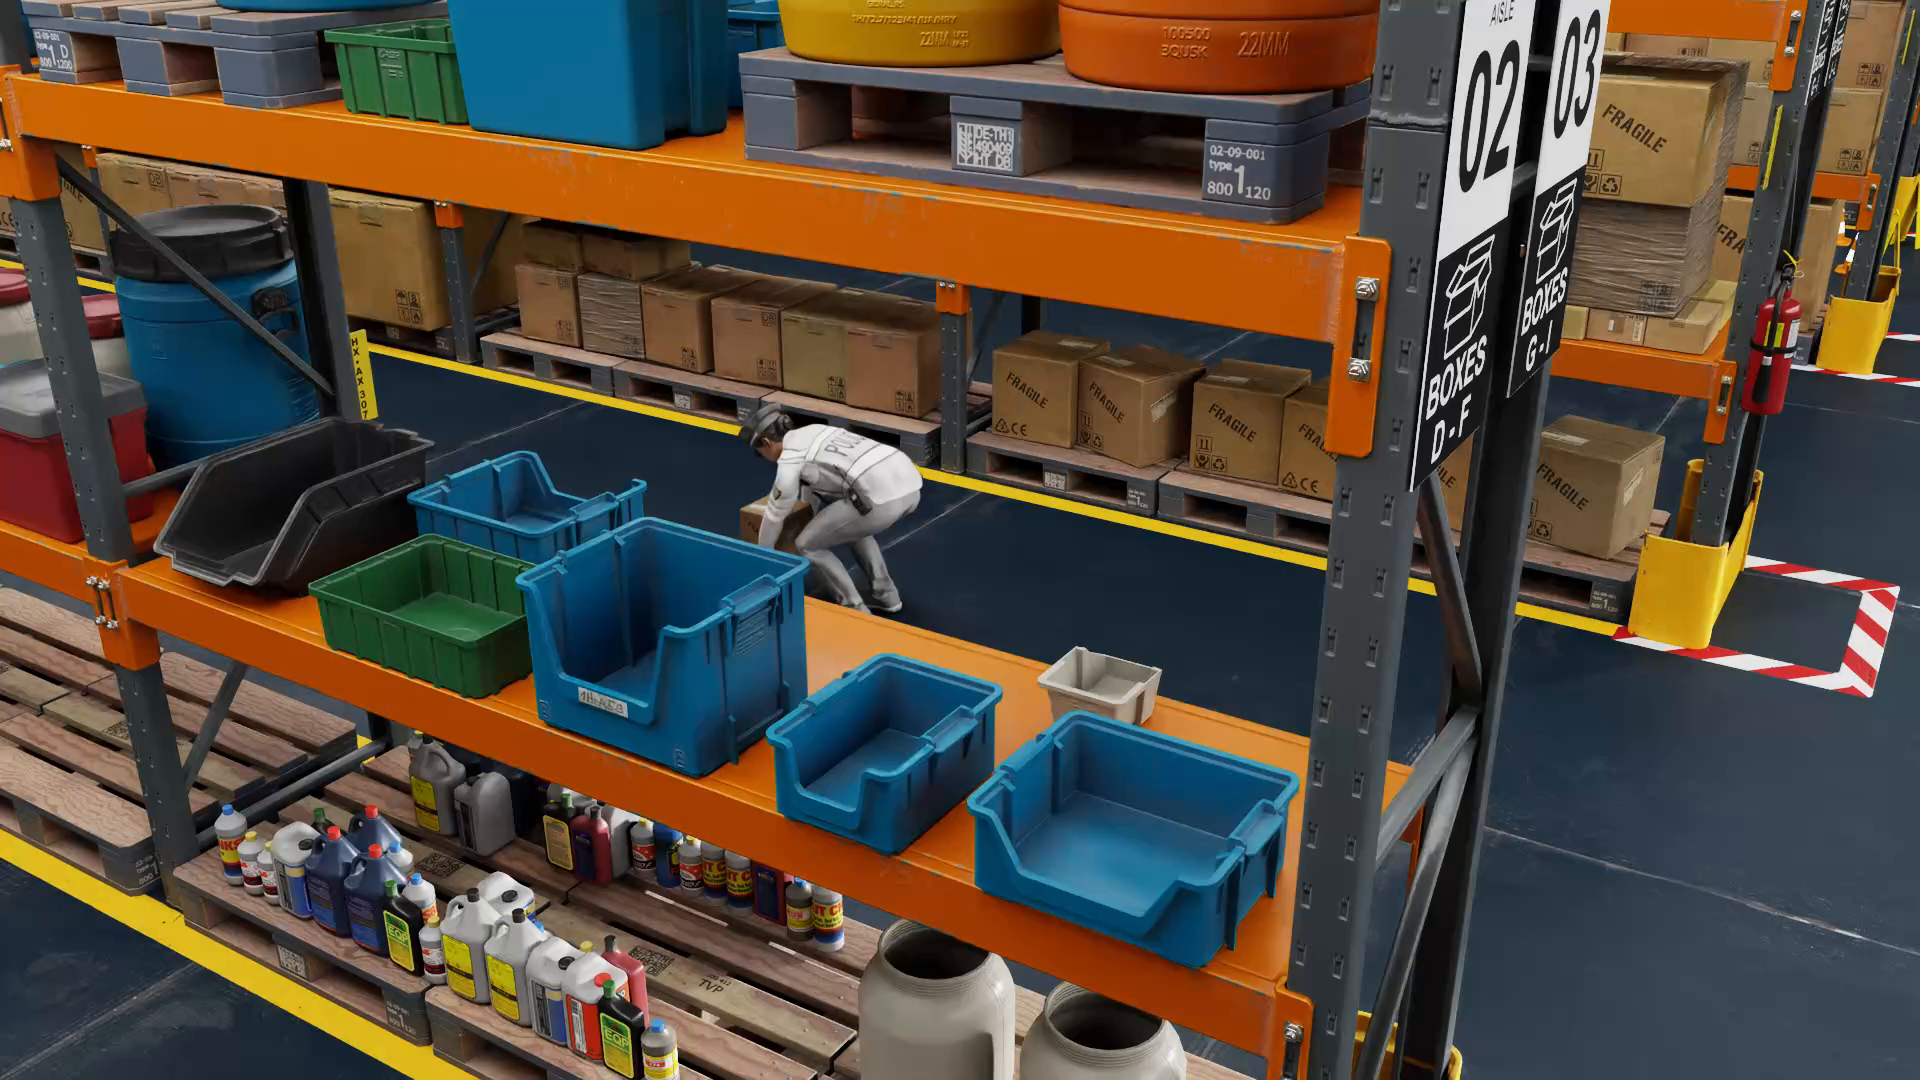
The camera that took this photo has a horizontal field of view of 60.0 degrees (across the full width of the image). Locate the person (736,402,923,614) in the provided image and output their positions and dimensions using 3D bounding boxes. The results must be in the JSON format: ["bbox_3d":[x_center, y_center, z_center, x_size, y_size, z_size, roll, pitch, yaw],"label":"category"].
[{"bbox_3d":[-0.615,-0.124,7.754,0.911,0.982,0.469,13,26,27],"label":"person"}]
